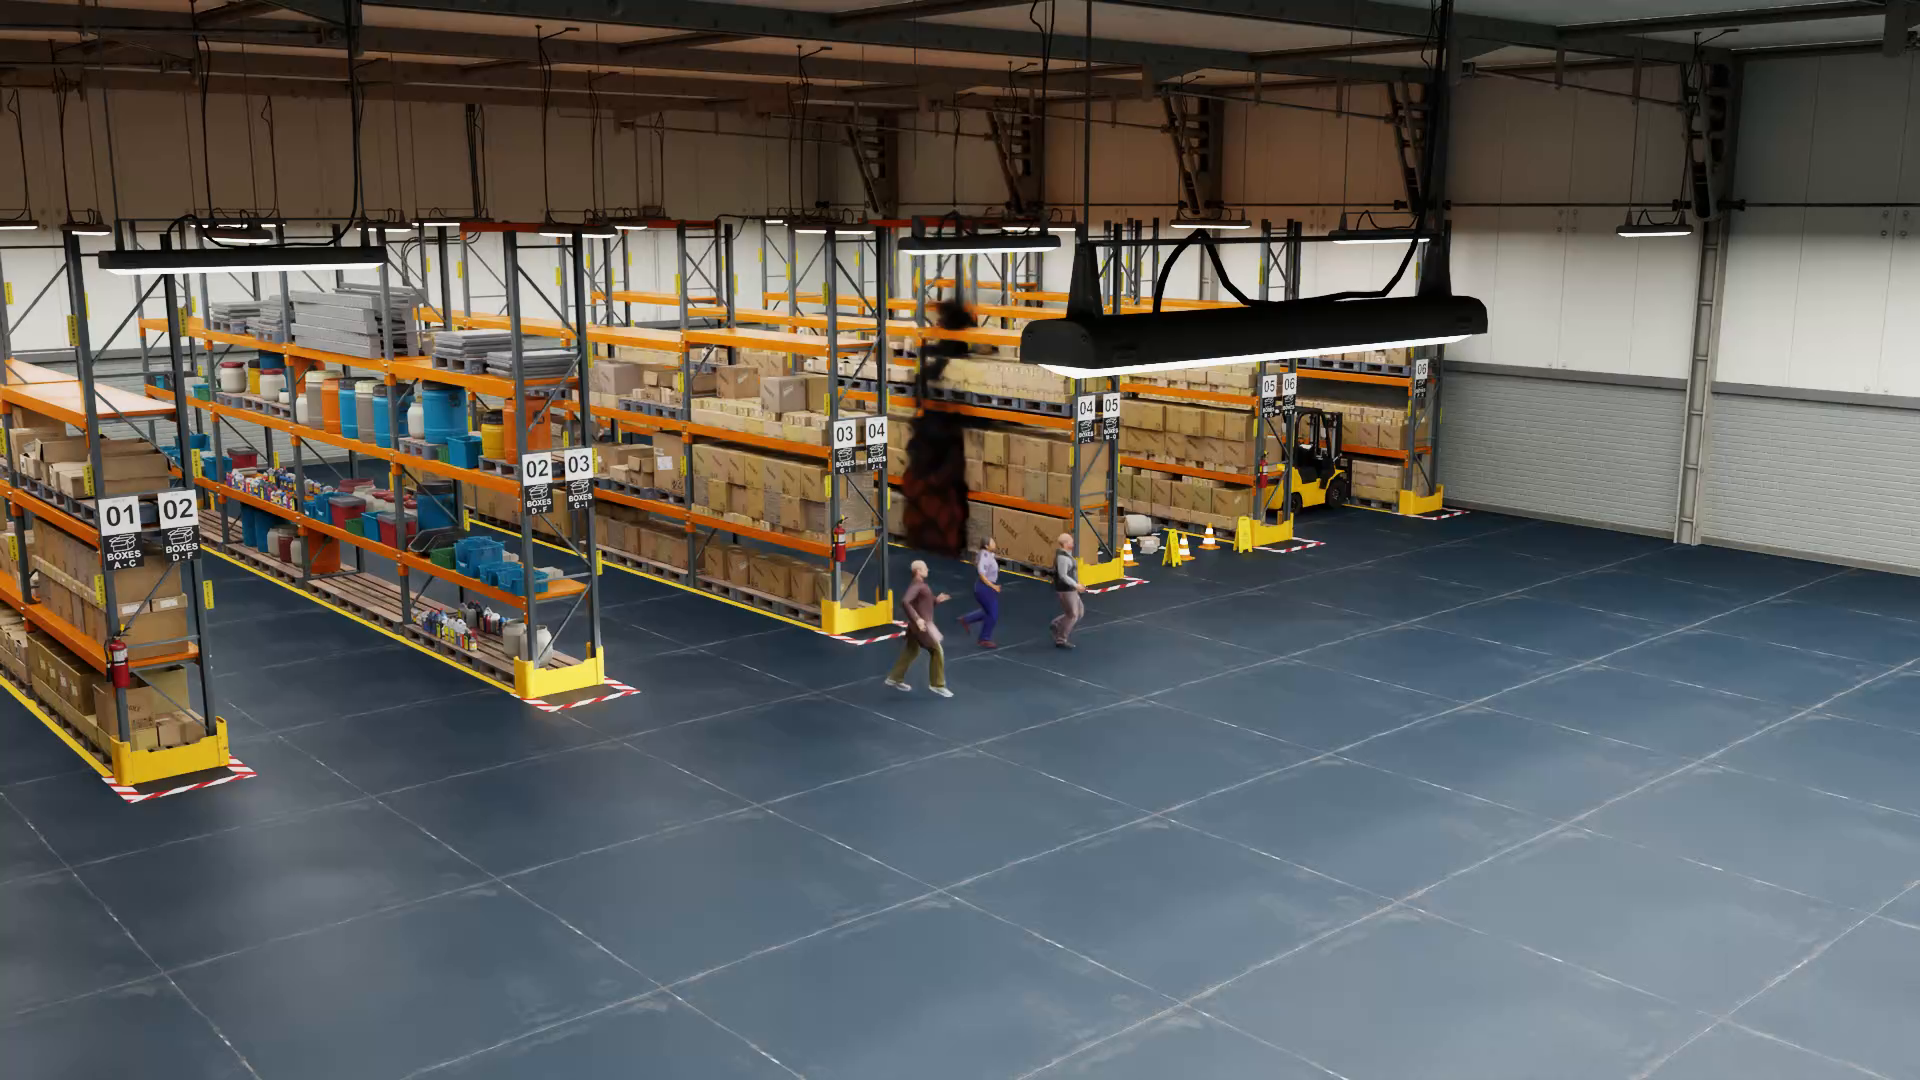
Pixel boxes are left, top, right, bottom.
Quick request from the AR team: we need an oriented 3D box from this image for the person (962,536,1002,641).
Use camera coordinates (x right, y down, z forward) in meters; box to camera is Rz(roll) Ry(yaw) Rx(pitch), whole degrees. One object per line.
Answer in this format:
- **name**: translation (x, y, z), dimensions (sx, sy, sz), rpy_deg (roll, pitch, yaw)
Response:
- **person**: translation (0.316, 0.692, 24.013), dimensions (0.574, 1.541, 0.618), rpy_deg (0, 11, -1)

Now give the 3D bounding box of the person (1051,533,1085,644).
- **person**: translation (1.562, 0.697, 24.041), dimensions (0.487, 1.626, 0.668), rpy_deg (0, 11, 1)

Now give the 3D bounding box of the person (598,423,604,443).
- **person**: translation (-8.260, -1.889, 37.414), dimensions (0.611, 1.581, 0.960), rpy_deg (-9, 15, -38)

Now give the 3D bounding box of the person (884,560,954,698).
- **person**: translation (-0.535, 1.159, 21.578), dimensions (0.904, 1.831, 0.677), rpy_deg (-3, 12, -13)
